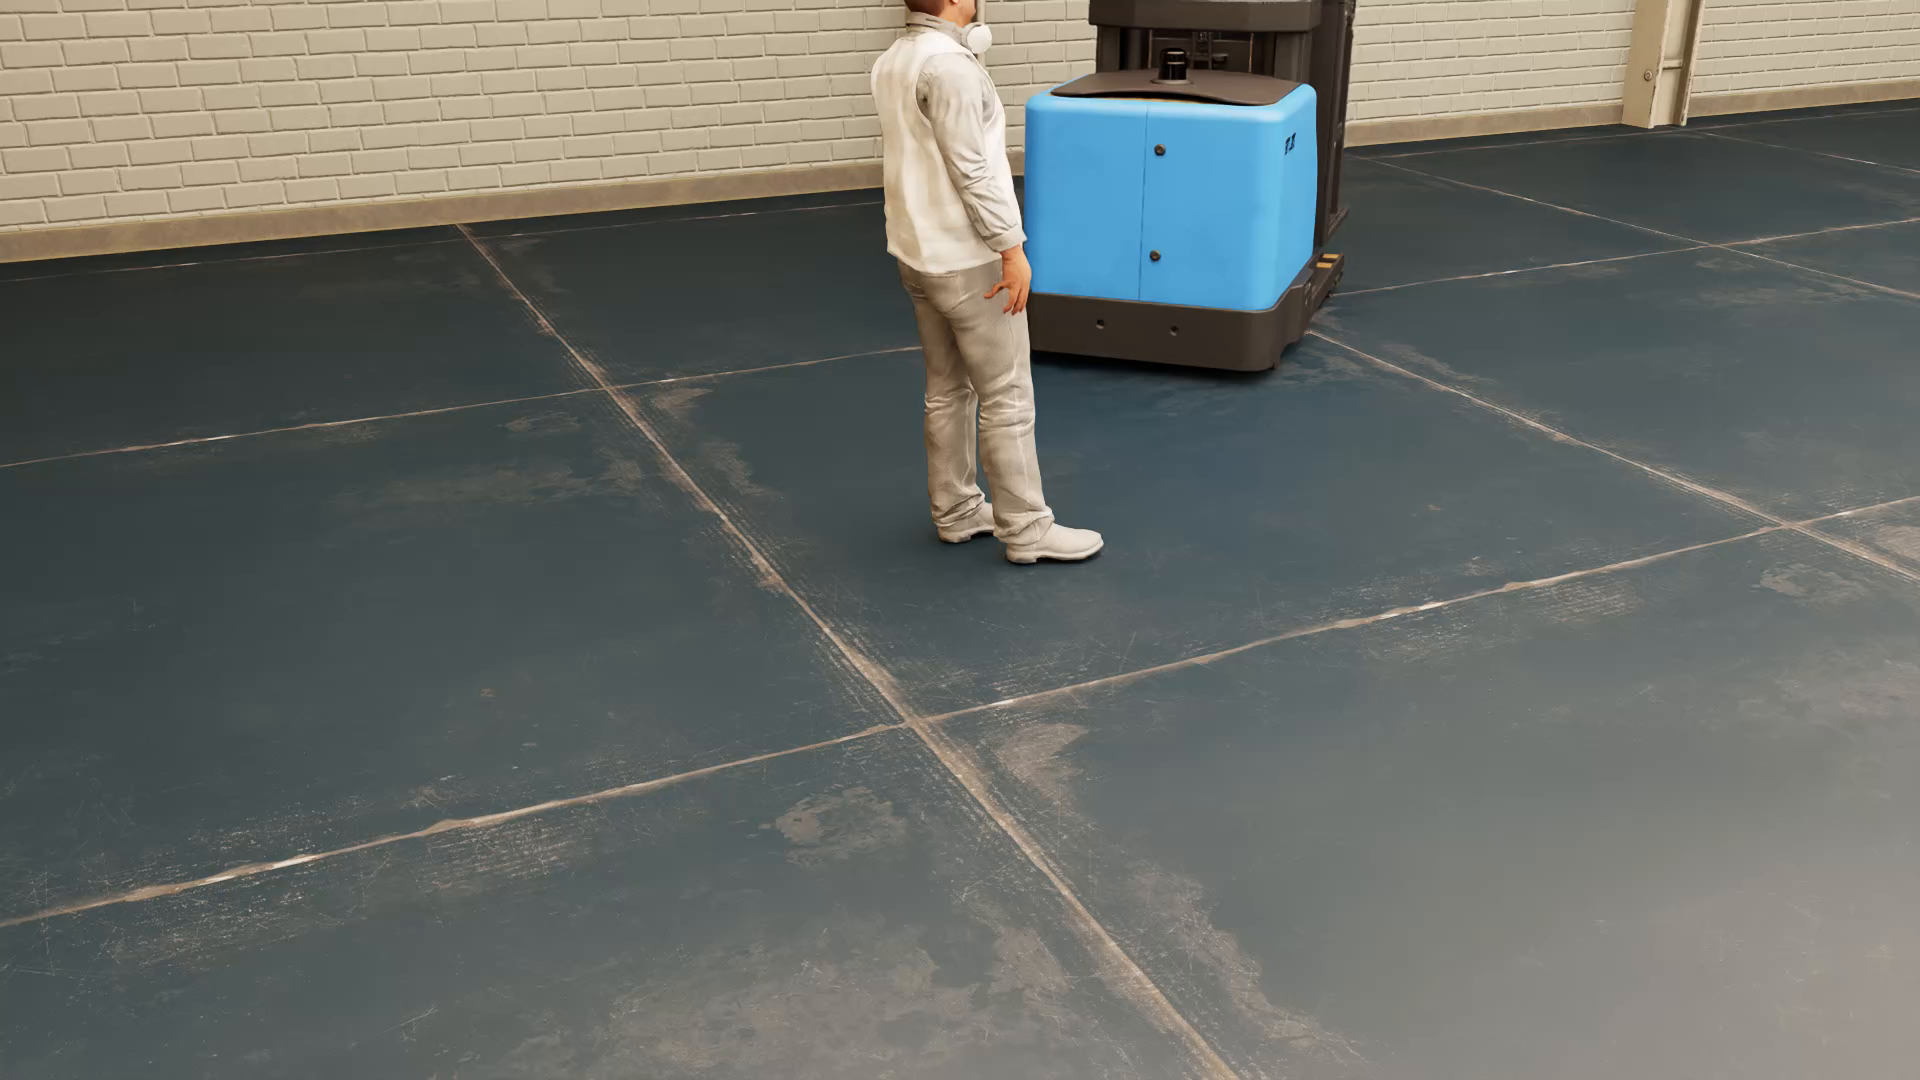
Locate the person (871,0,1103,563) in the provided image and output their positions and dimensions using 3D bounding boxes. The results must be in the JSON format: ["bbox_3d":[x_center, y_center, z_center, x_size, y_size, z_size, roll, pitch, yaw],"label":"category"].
[{"bbox_3d":[0.060,-0.834,4.782,0.566,1.775,0.633,-10,25,-23],"label":"person"}]

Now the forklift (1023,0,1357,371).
[{"bbox_3d":[1.224,-2.549,7.422,1.130,2.935,3.031,8,24,19],"label":"forklift"}]
